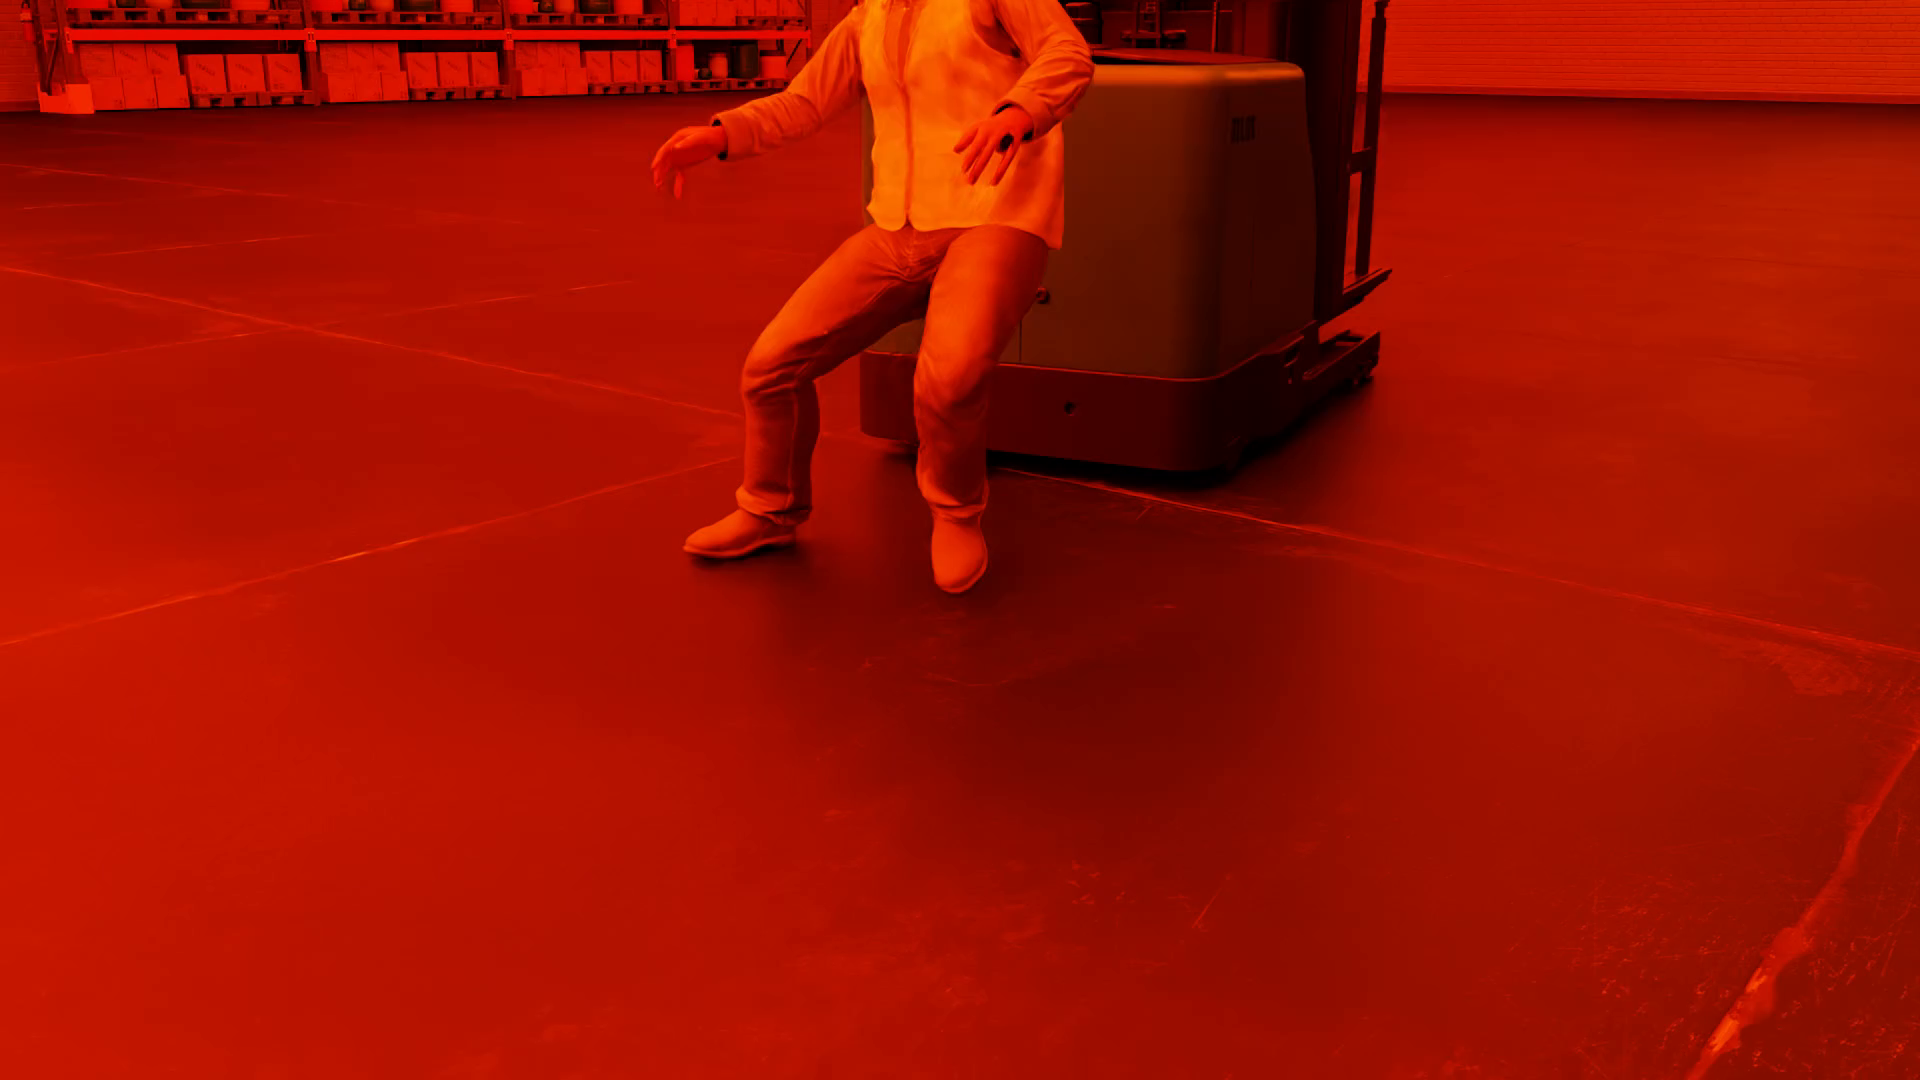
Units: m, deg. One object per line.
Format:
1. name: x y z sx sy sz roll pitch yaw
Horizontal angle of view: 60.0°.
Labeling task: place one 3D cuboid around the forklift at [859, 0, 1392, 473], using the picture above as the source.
1. forklift: 0.816 -1.961 5.354 1.130 2.935 3.031 8 19 25

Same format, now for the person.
1. person: -0.161 -0.680 3.446 0.909 1.595 0.752 15 22 40
